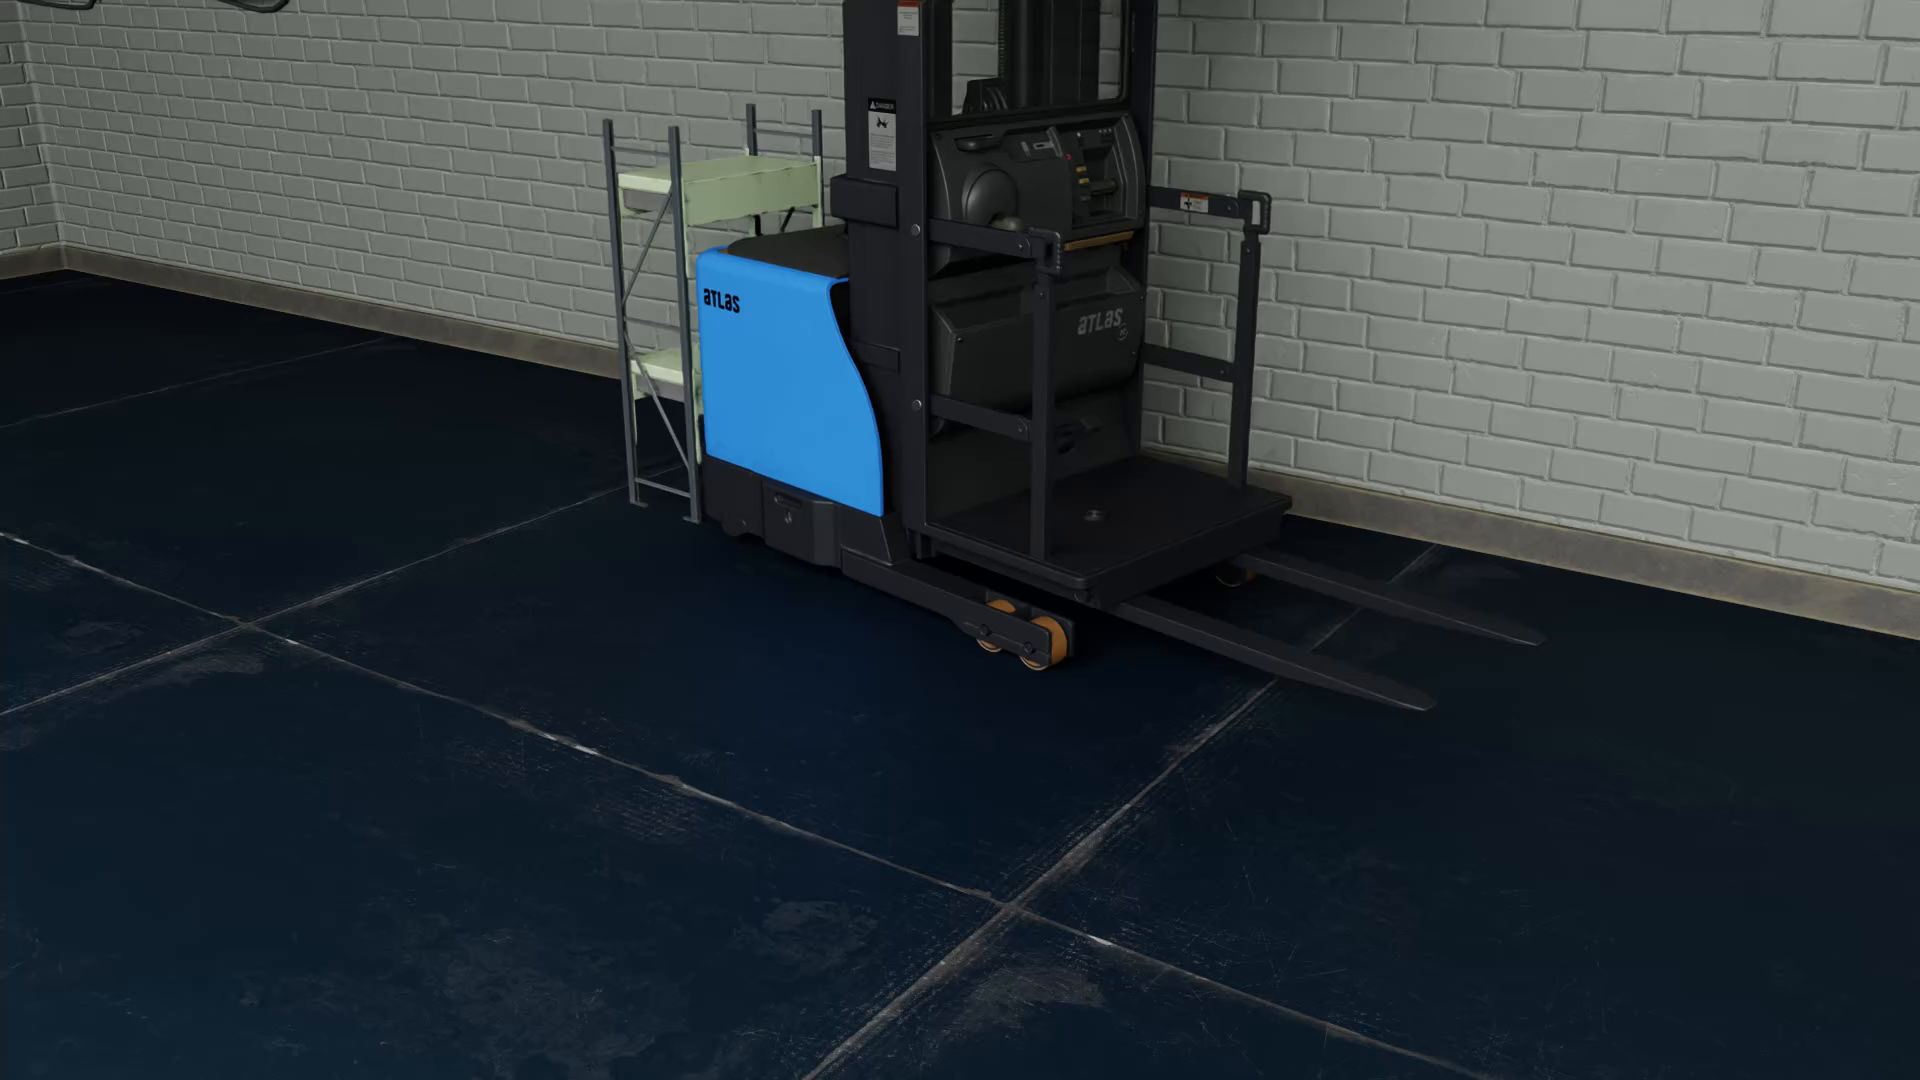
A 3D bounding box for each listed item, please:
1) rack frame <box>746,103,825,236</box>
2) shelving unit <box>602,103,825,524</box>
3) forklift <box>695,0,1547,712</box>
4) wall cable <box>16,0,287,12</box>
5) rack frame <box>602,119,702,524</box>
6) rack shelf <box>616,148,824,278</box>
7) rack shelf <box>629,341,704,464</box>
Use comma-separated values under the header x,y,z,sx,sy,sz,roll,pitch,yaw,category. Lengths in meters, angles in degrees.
x,y,z,sx,sy,sz,roll,pitch,yaw,category
-0.699,-1.009,6.830,0.400,1.500,0.023,16,26,36,rack frame
-0.931,-0.911,6.565,0.431,1.500,0.755,16,26,36,shelving unit
0.415,-1.171,5.205,1.130,2.935,3.031,-19,27,-41,forklift
-4.840,-4.302,9.401,3.097,2.526,0.112,13,24,32,wall cable
-1.163,-0.812,6.299,0.400,1.500,0.023,16,26,36,rack frame
-0.931,-1.277,6.429,0.431,0.370,0.720,16,26,36,rack shelf
-0.931,-0.605,6.678,0.431,0.370,0.720,16,26,36,rack shelf
